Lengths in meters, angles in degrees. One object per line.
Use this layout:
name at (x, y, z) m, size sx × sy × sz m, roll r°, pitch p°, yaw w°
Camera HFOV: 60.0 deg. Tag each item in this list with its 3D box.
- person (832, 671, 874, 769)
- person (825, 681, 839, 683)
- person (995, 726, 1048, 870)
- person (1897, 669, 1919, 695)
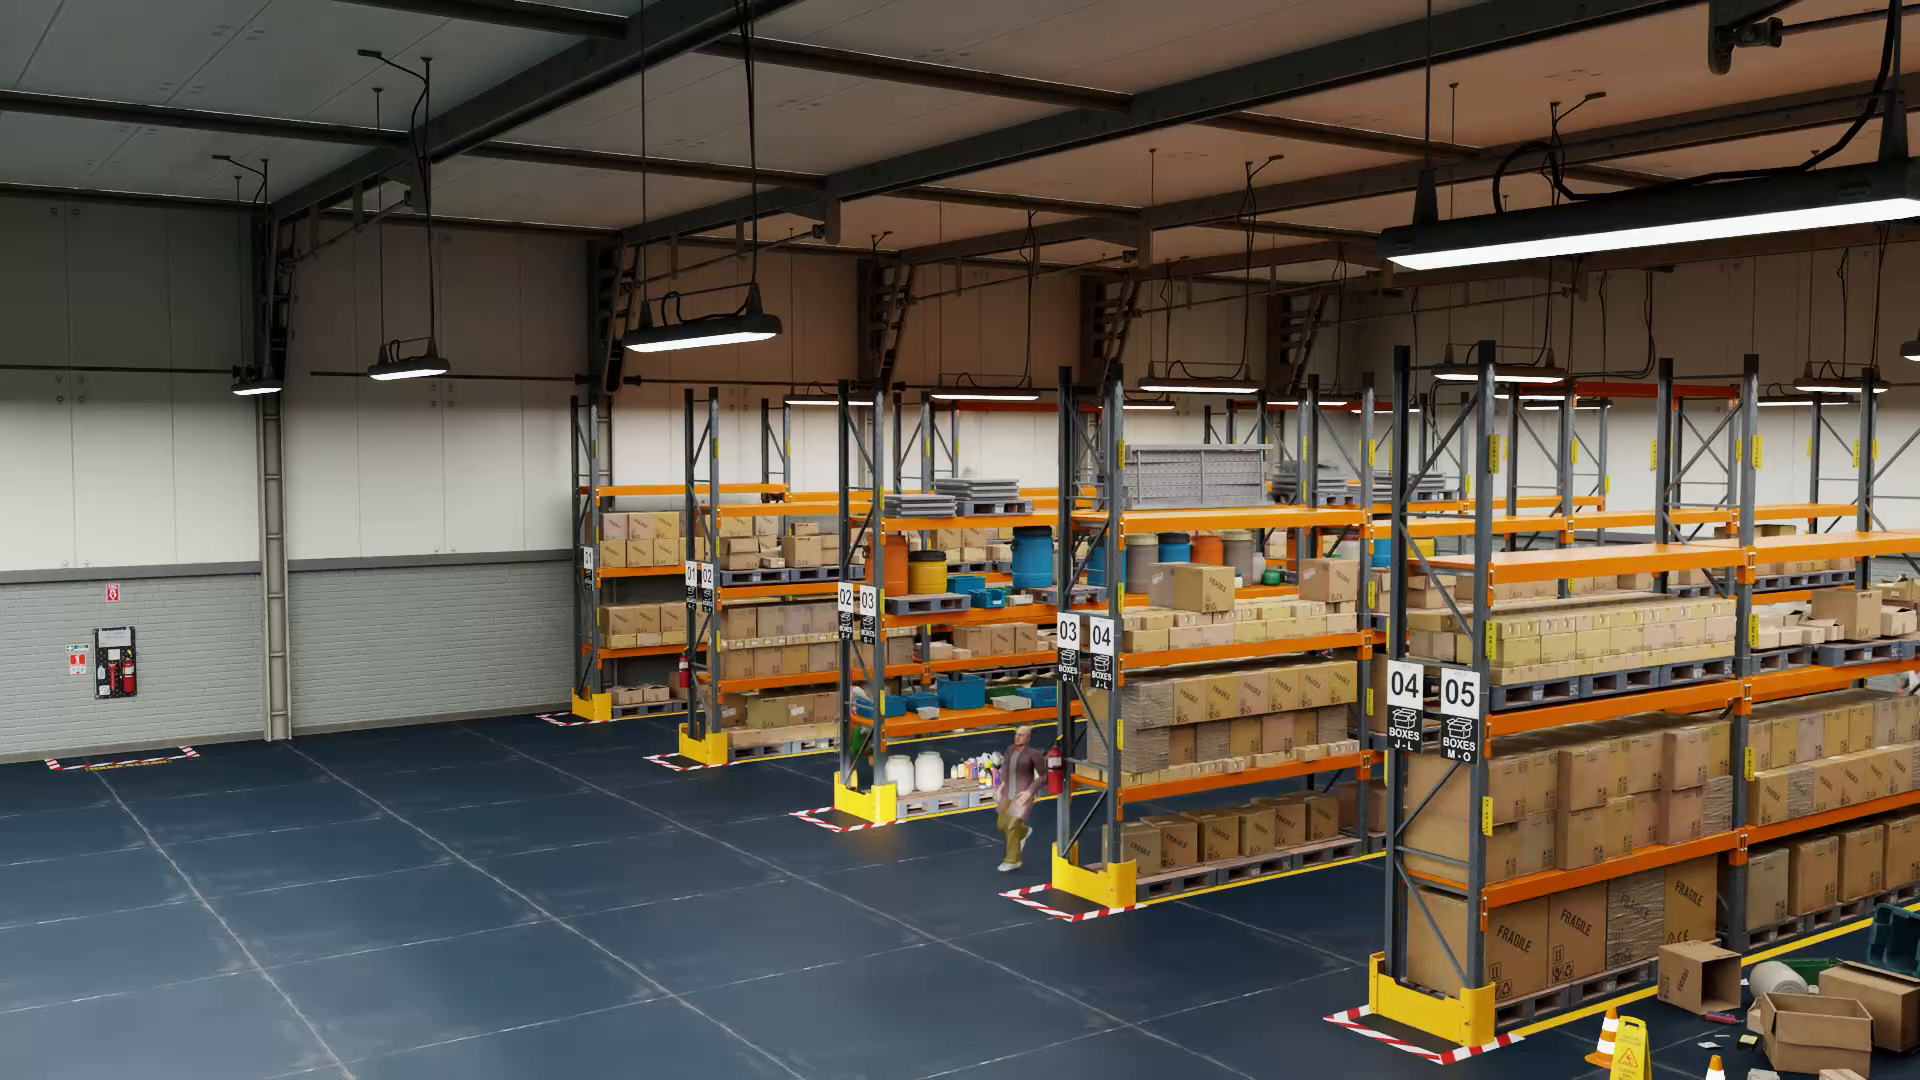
person at (-1.571, 2.808, 25.051) m, size 0.680 × 1.749 × 0.800 m, roll 3°, pitch 5°, yaw 43°
person at (-2.239, 2.438, 30.824) m, size 0.807 × 1.815 × 0.685 m, roll -2°, pitch 4°, yaw -36°
person at (0.775, 3.119, 20.096) m, size 0.743 × 1.777 × 0.675 m, roll 3°, pitch 5°, yaw 41°
person at (15.586, 2.678, 26.952) m, size 0.705 × 1.727 × 0.573 m, roll 2°, pitch 4°, yaw 33°
